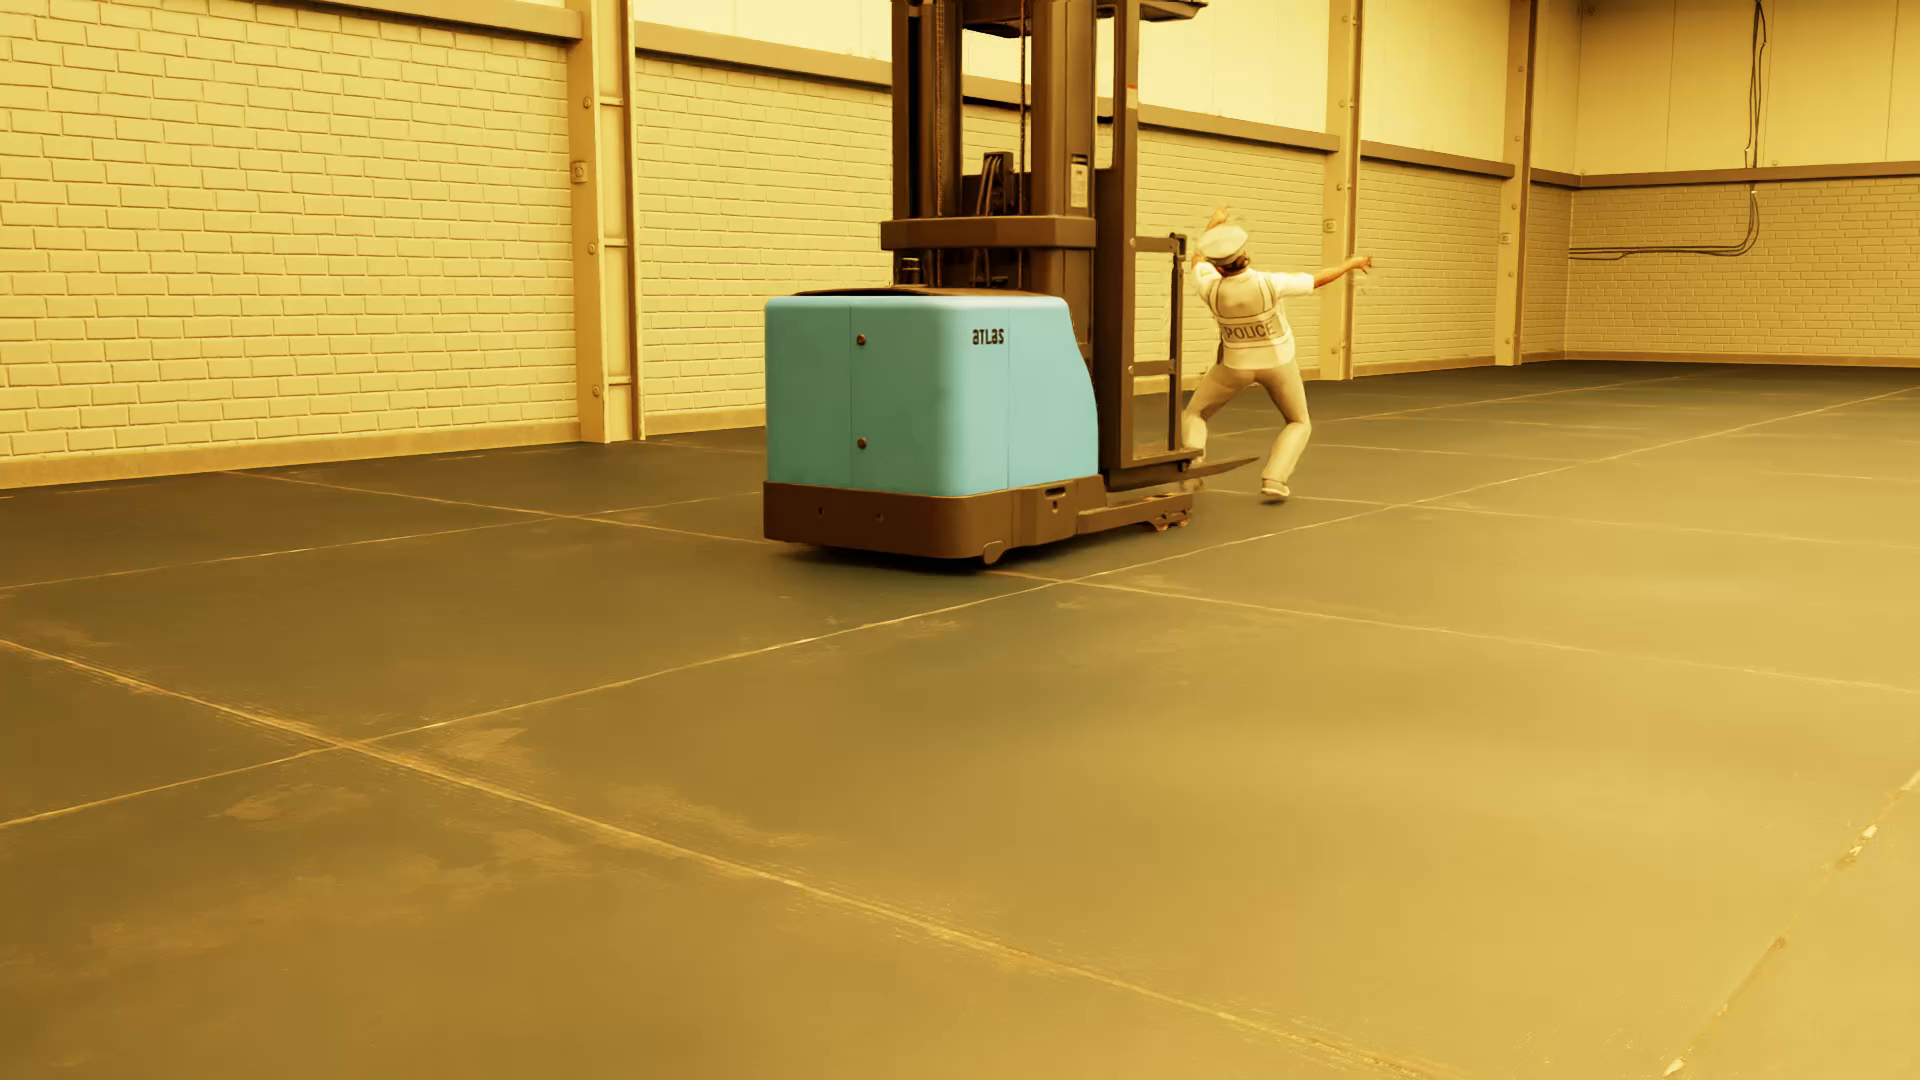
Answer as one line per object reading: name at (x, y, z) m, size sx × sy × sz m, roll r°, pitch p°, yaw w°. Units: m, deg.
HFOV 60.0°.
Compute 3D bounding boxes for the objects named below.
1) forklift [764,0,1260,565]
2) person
forklift at (0.447, -1.522, 7.684) m, size 1.130 × 2.935 × 3.031 m, roll 6°, pitch 10°, yaw 35°
person at (1.643, -0.978, 8.647) m, size 0.993 × 1.543 × 0.695 m, roll 1°, pitch 8°, yaw 8°
